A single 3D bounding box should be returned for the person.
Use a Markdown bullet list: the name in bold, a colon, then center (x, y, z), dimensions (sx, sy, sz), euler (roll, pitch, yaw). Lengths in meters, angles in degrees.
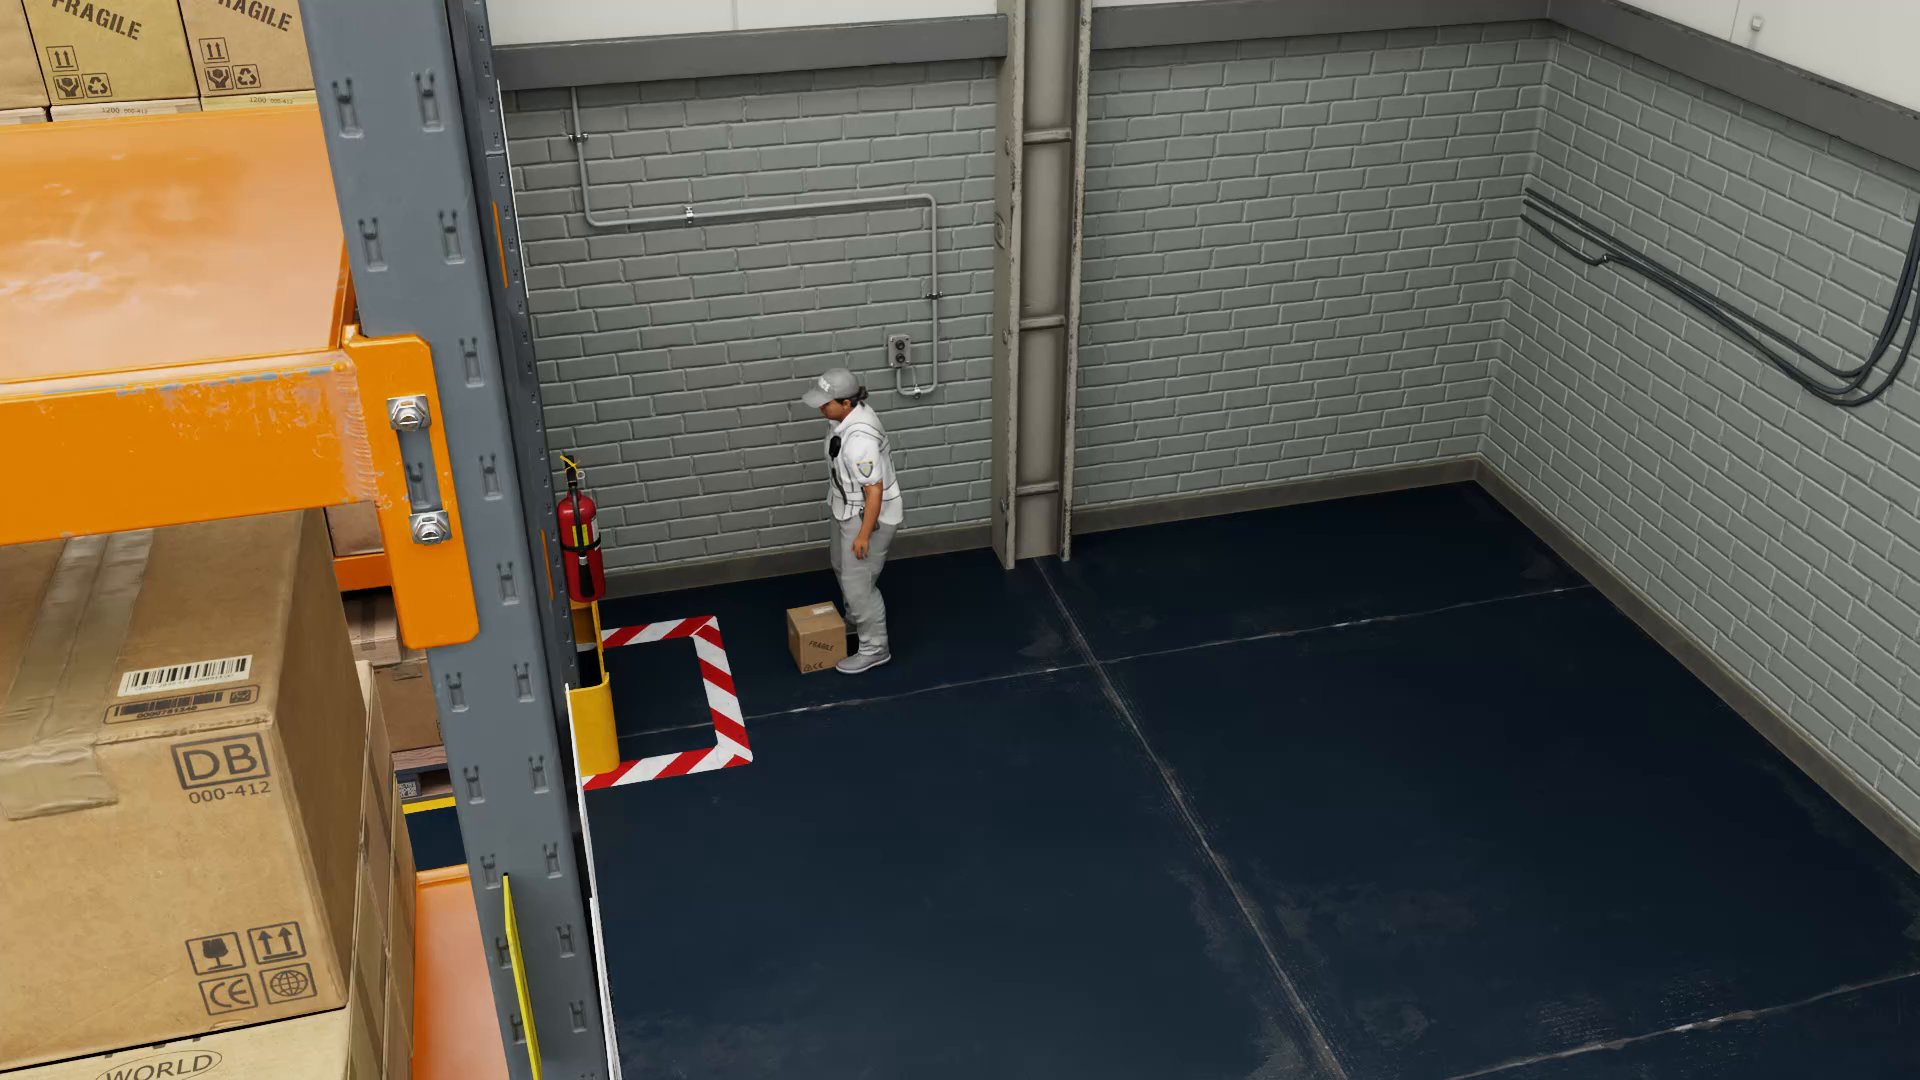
- **person**: center (-0.543, -0.126, 8.440), dimensions (0.471, 1.666, 0.554), euler (-9, 32, -14)
